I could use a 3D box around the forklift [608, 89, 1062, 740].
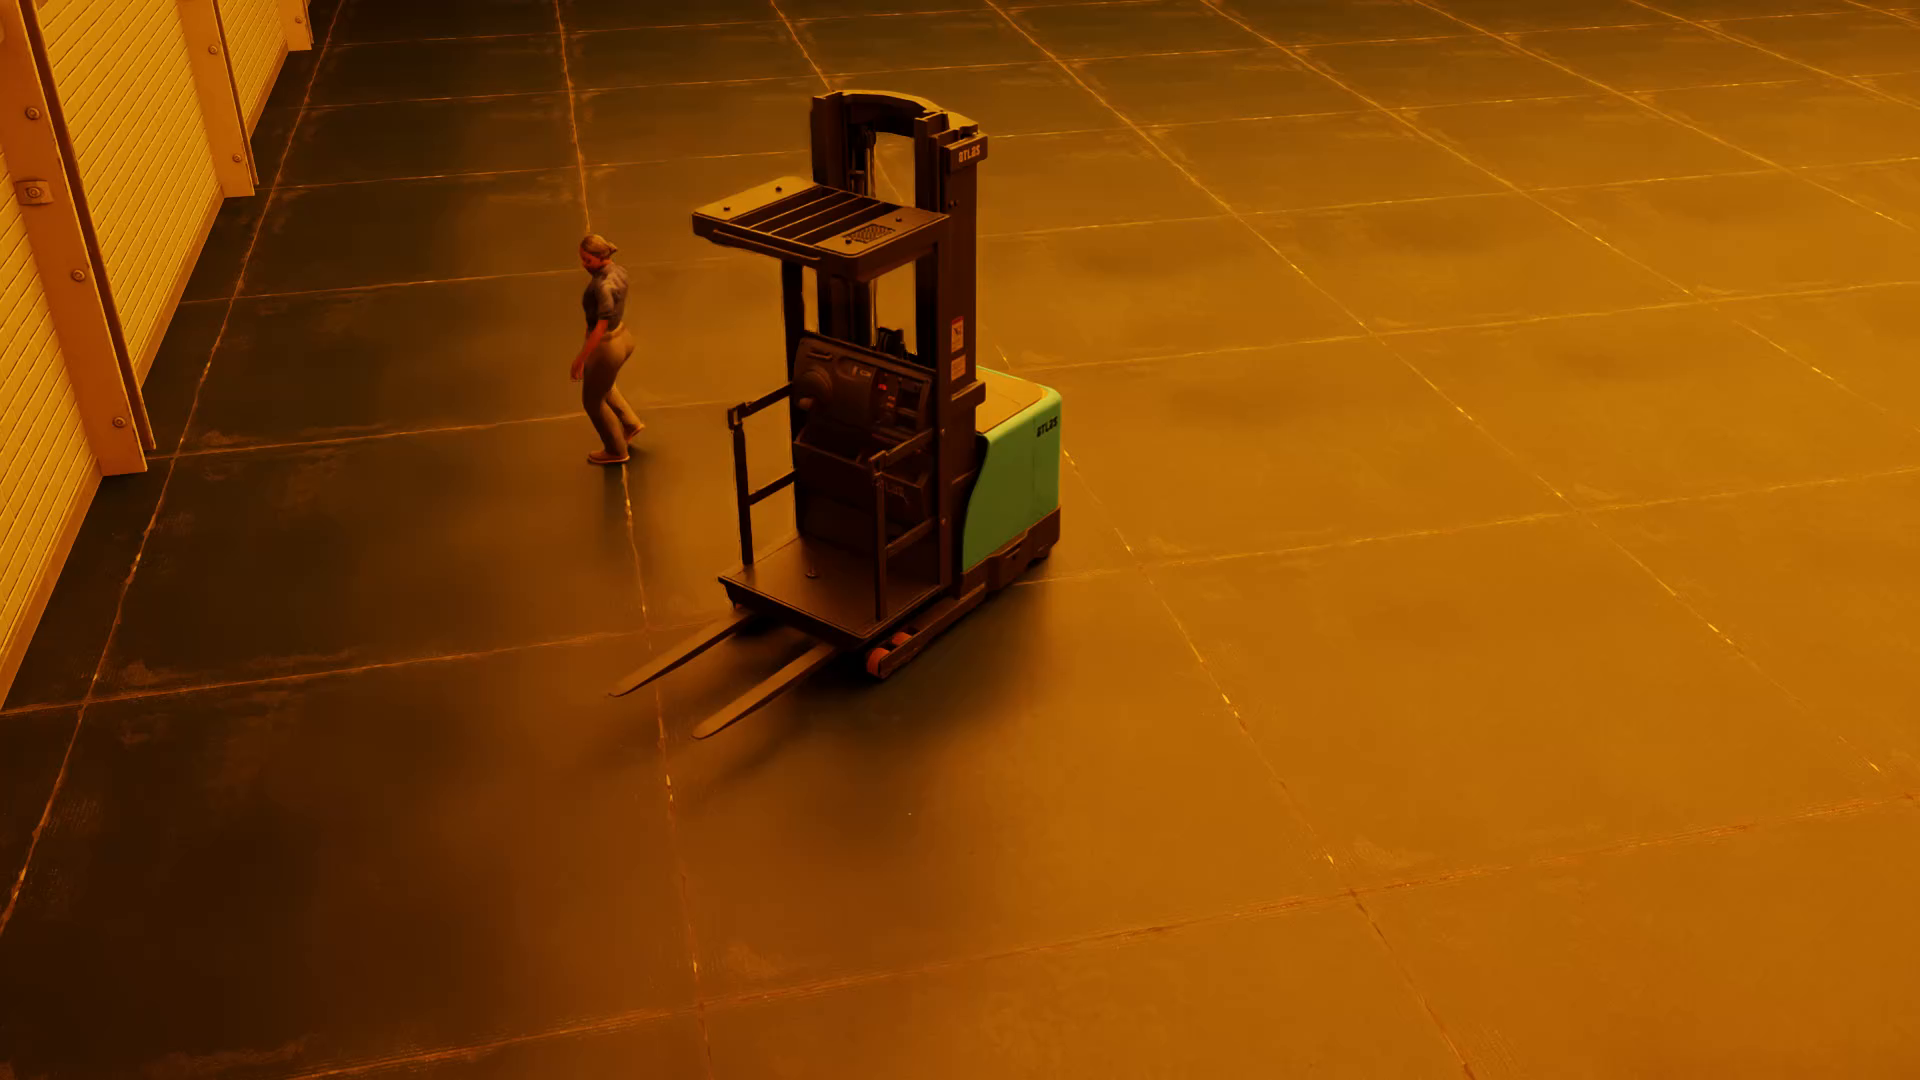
[{"bbox_3d":[-0.664,-0.783,8.928,1.130,2.935,3.031,21,36,31],"label":"forklift"}]

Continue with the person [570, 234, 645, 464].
[{"bbox_3d":[-2.403,-1.243,11.042,0.434,1.640,0.709,6,31,10],"label":"person"}]
